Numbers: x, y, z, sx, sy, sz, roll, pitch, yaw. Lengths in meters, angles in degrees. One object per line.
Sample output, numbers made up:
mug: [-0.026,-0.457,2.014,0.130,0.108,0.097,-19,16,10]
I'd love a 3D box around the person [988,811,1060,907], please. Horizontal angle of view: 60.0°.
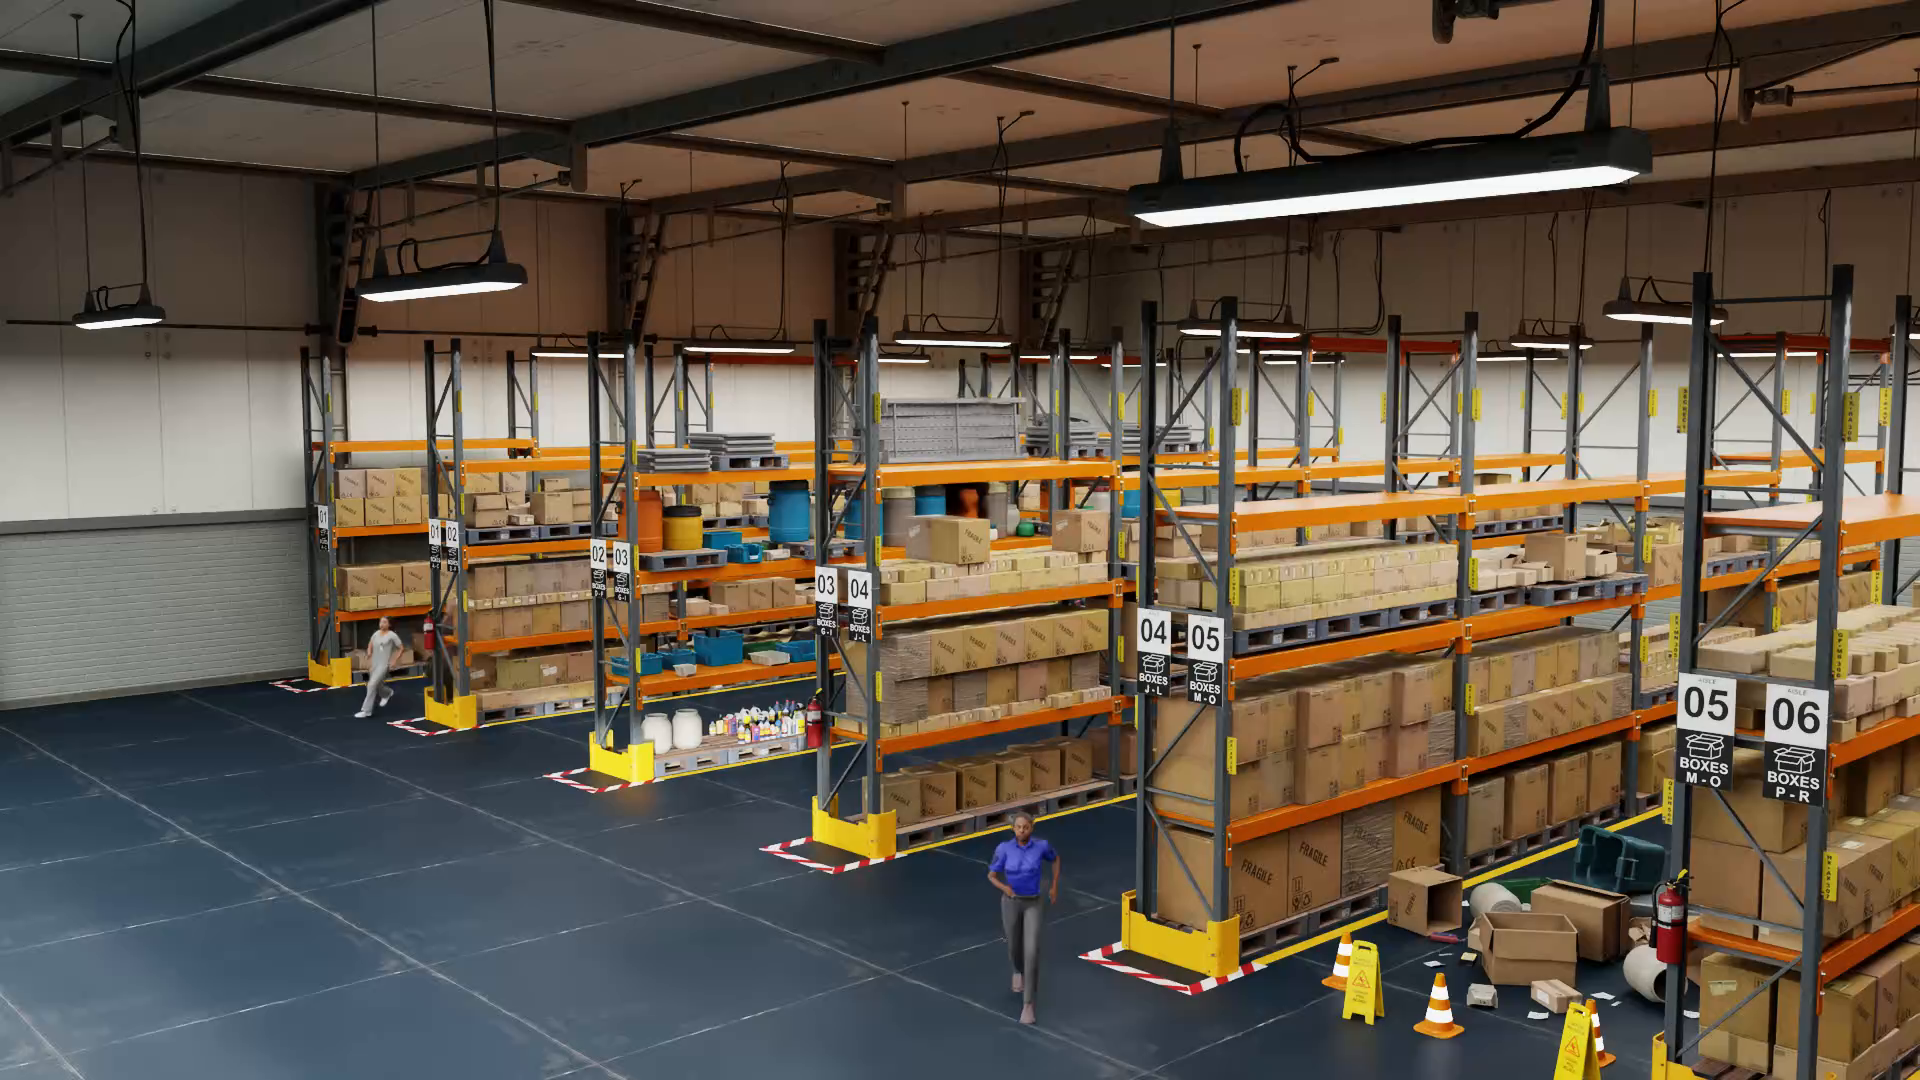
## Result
person: [0.525,2.674,13.851,0.592,0.811,0.607,1,5,6]

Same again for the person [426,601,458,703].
person: [-8.585,1.872,27.734,0.707,1.725,0.570,3,6,34]

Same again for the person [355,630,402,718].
person: [-9.257,2.125,26.688,0.603,1.373,0.857,2,5,21]
